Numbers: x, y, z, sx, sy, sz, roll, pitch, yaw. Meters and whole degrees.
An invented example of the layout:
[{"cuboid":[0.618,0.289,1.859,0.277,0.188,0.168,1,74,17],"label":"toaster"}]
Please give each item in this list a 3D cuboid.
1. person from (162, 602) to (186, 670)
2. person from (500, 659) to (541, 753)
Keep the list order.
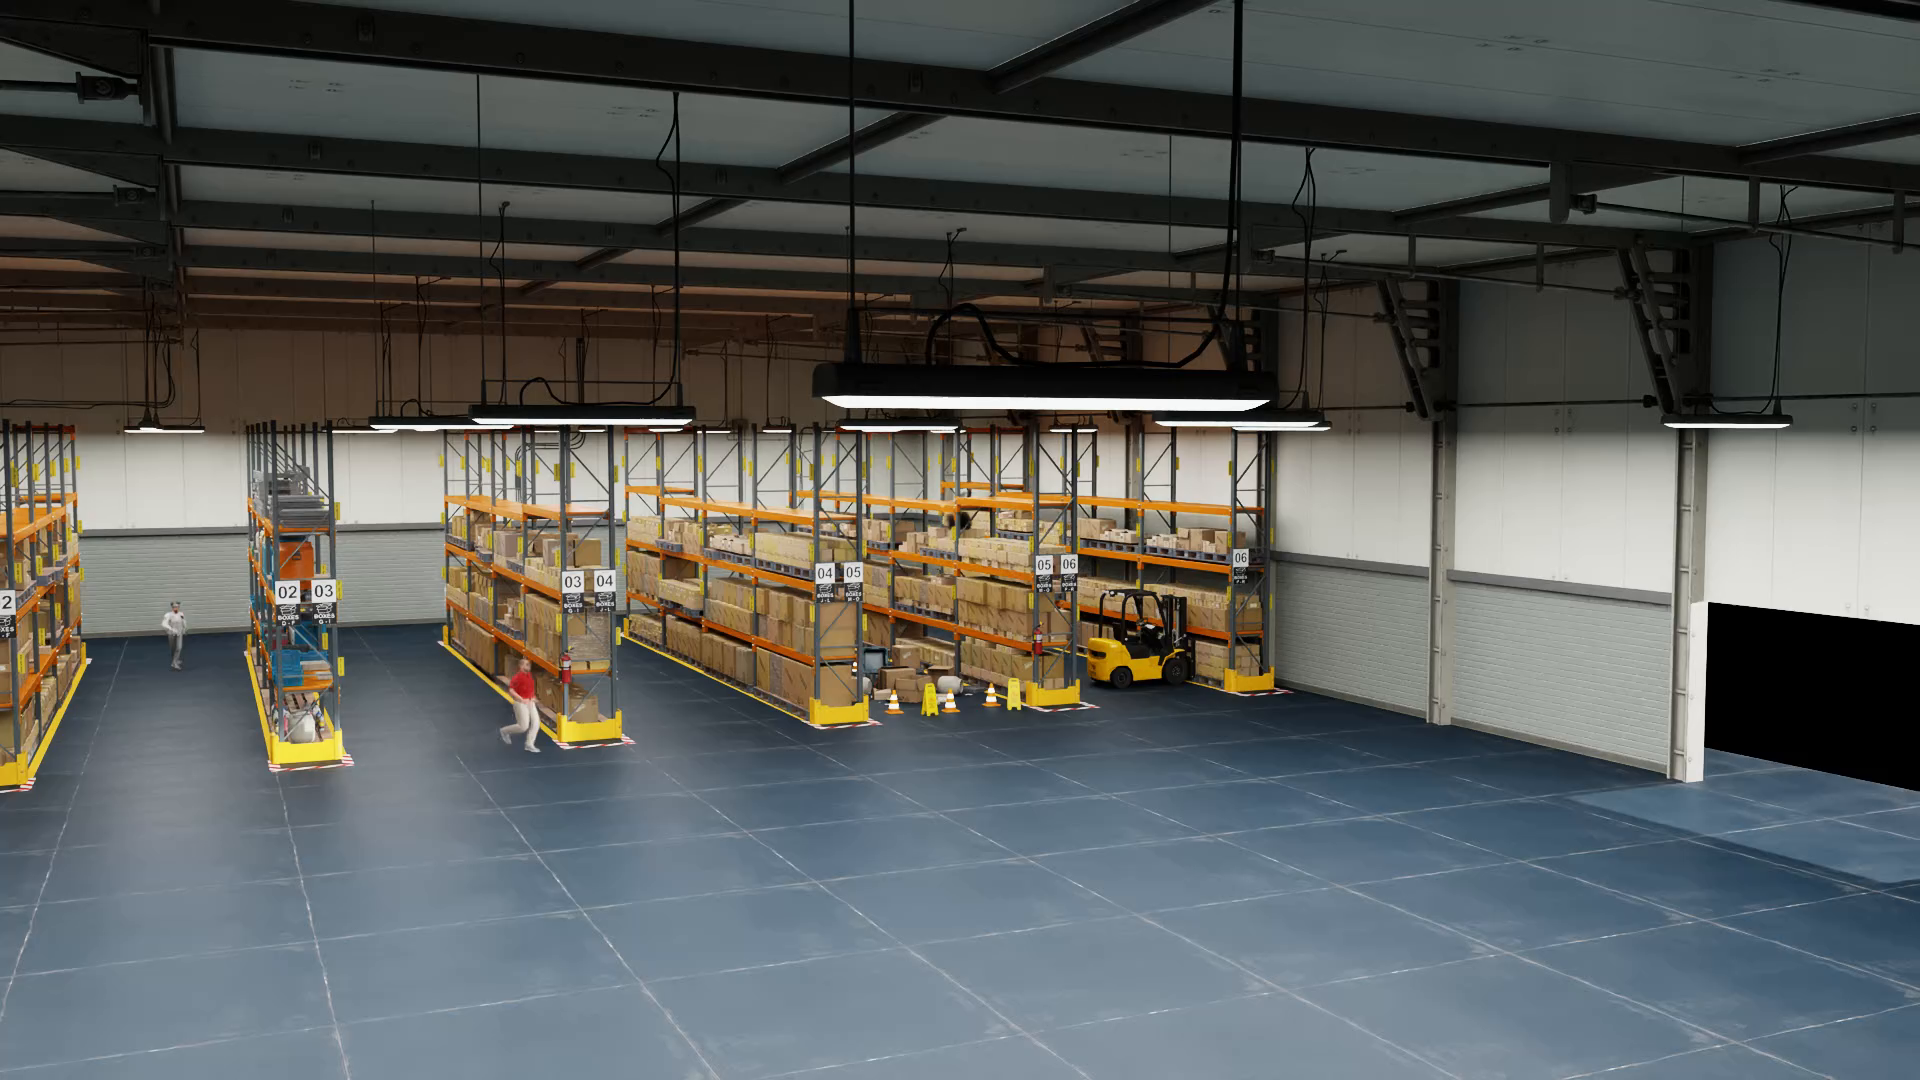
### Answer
[{"cuboid":[-19.411,2.334,41.071,0.595,1.666,0.789,-3,4,-36],"label":"person"},{"cuboid":[-7.974,3.005,30.224,0.779,1.702,0.674,1,4,18],"label":"person"}]
